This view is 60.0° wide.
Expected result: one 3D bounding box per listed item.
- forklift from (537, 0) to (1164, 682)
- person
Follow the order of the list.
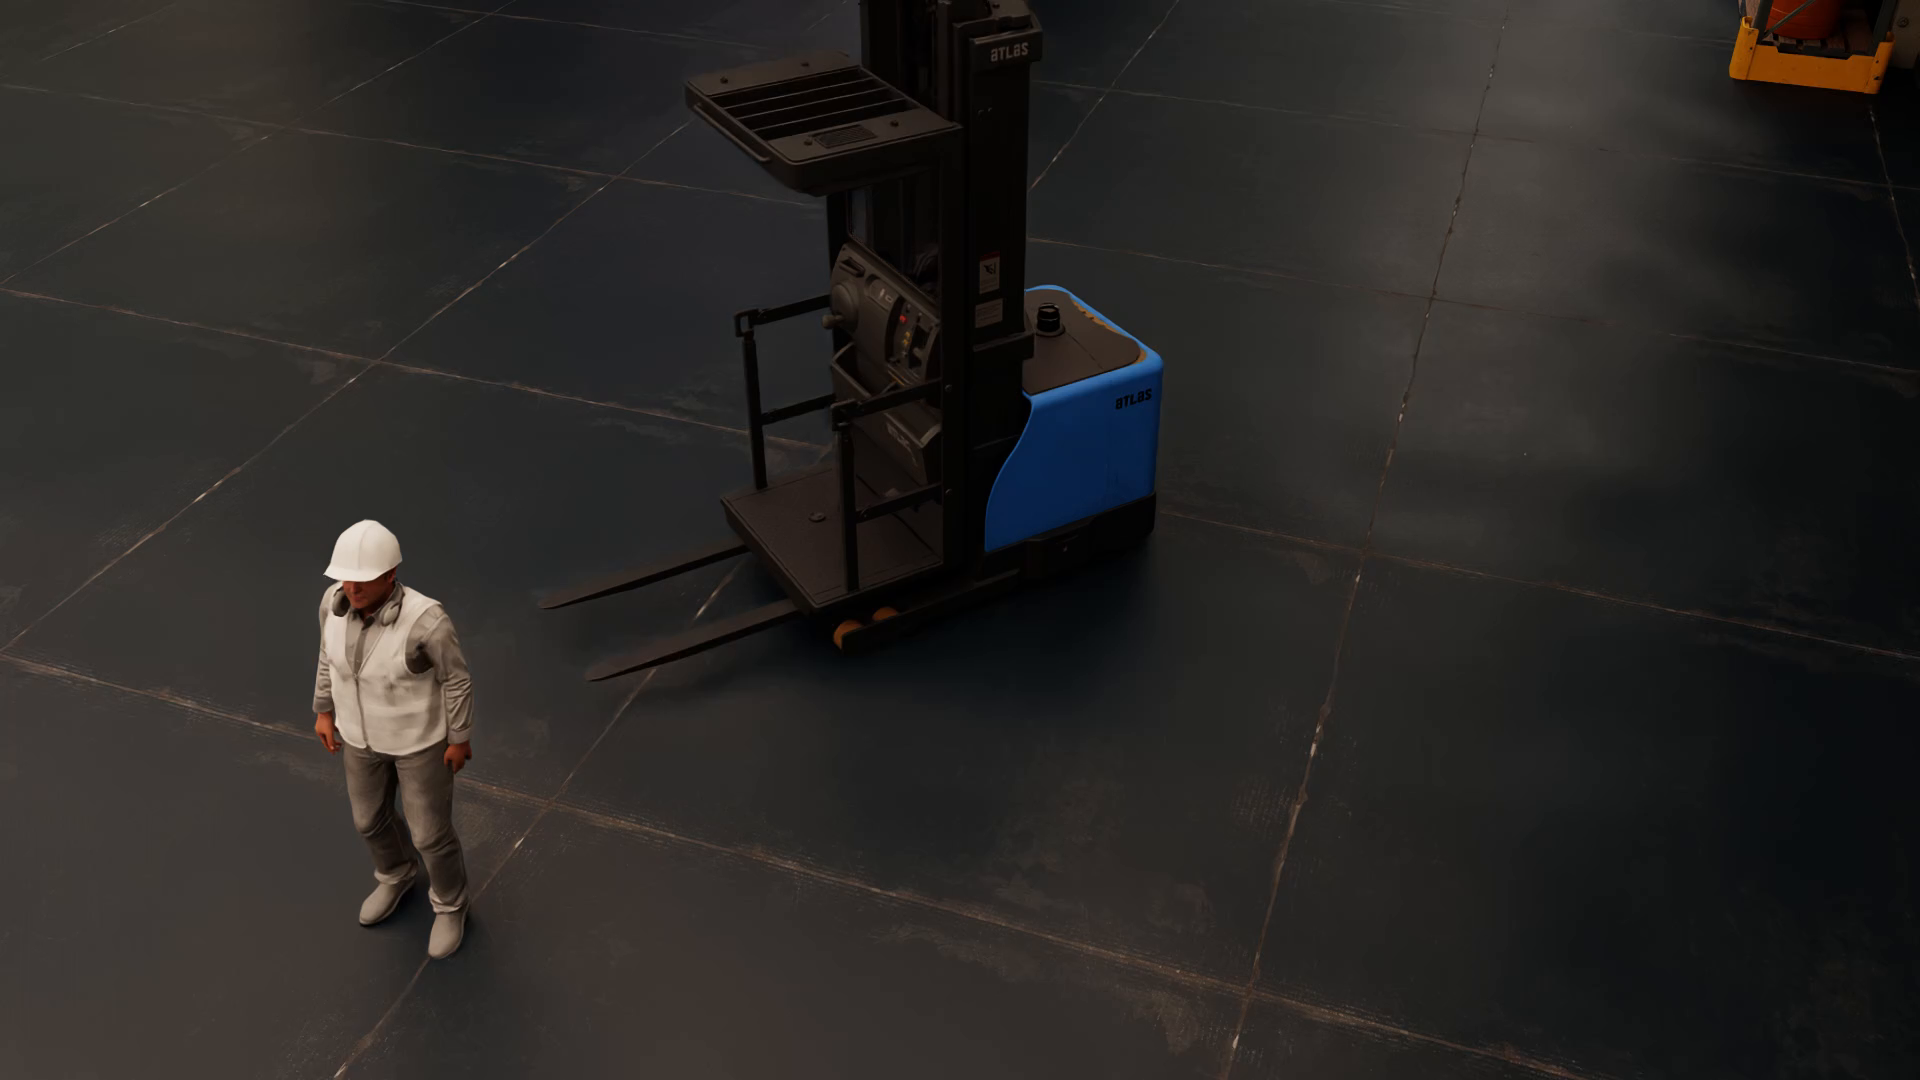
[{"bbox_3d":[-0.527,-1.001,7.523,3.031,2.935,1.130,-19,40,-25],"label":"forklift"},{"bbox_3d":[-2.097,0.728,6.106,0.606,1.794,0.497,11,37,15],"label":"person"}]
